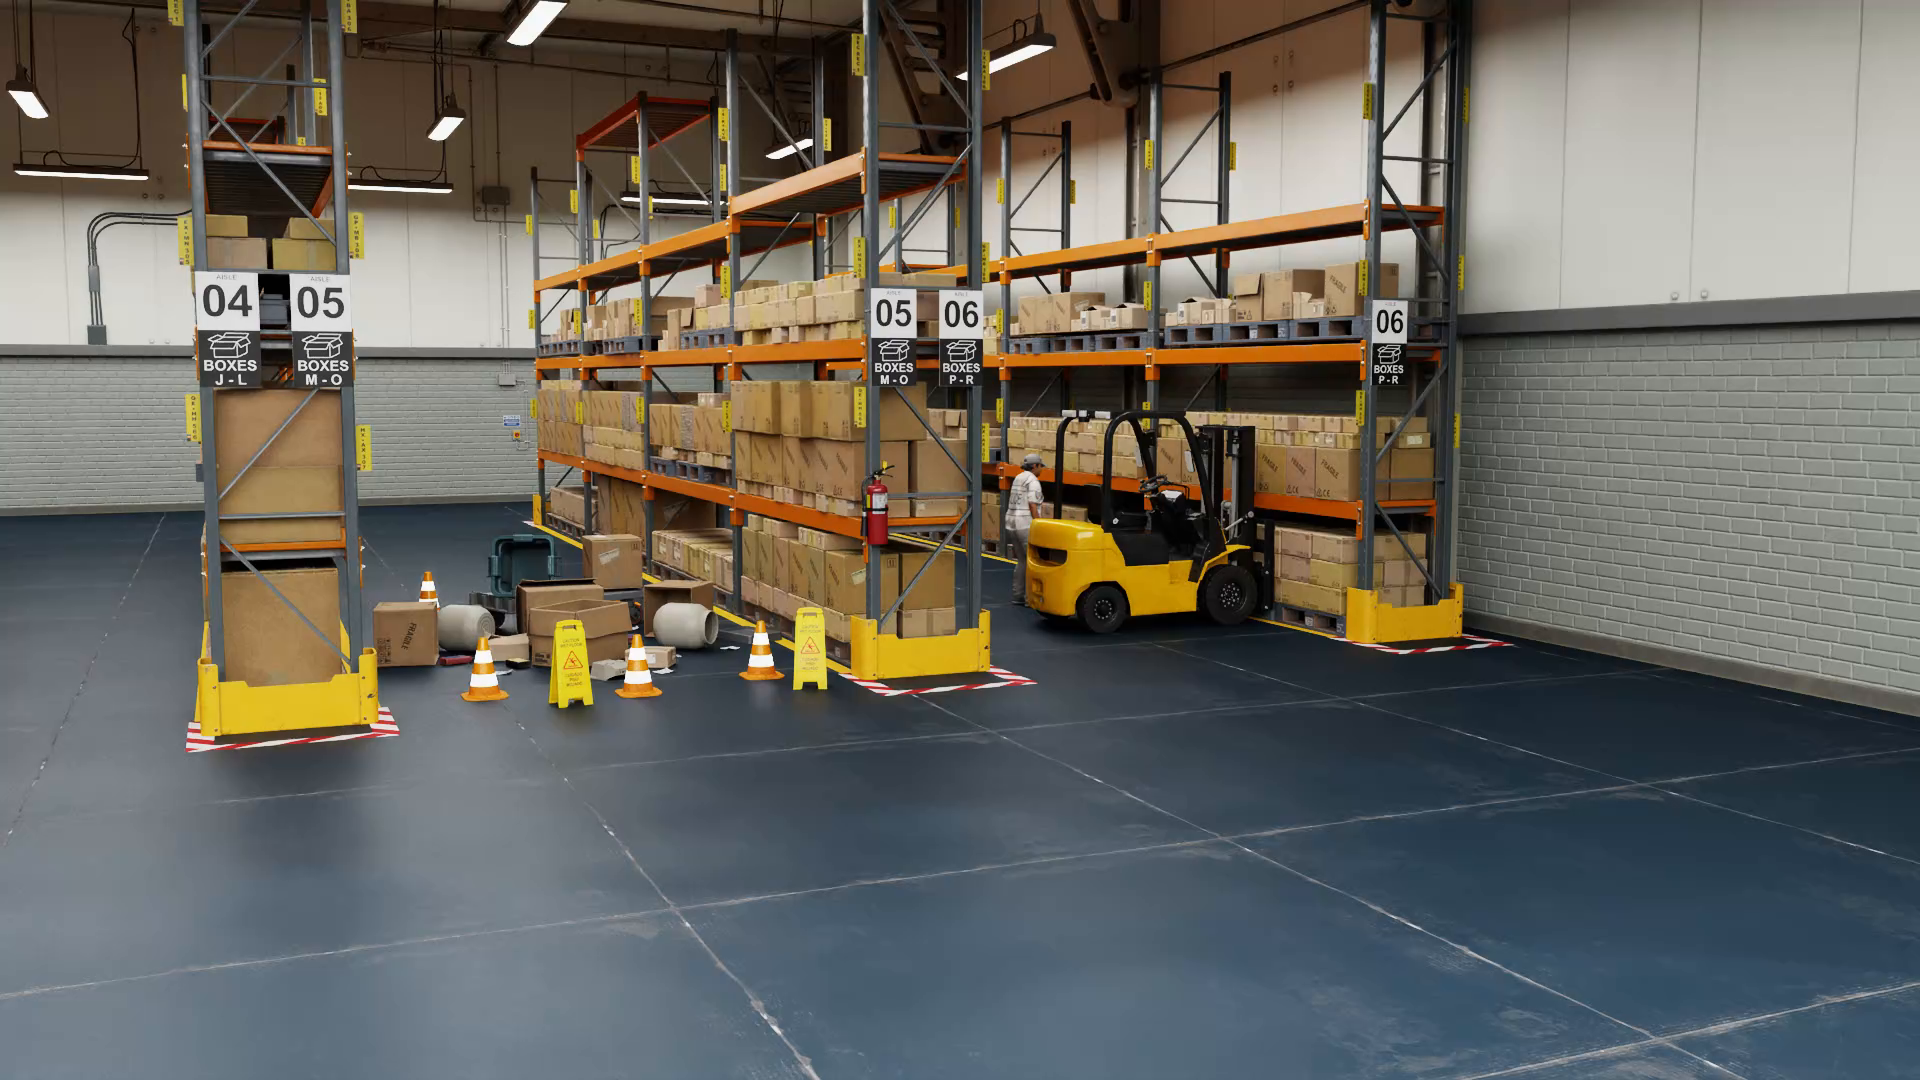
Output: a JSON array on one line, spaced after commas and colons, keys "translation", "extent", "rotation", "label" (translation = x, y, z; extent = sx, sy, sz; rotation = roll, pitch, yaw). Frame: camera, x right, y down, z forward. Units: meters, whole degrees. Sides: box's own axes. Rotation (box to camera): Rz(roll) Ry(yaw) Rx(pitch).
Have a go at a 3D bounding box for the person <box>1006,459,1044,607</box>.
[{"translation": [0.727, -0.091, 18.126], "extent": [0.400, 1.626, 0.539], "rotation": [-2, 6, -23], "label": "person"}]
